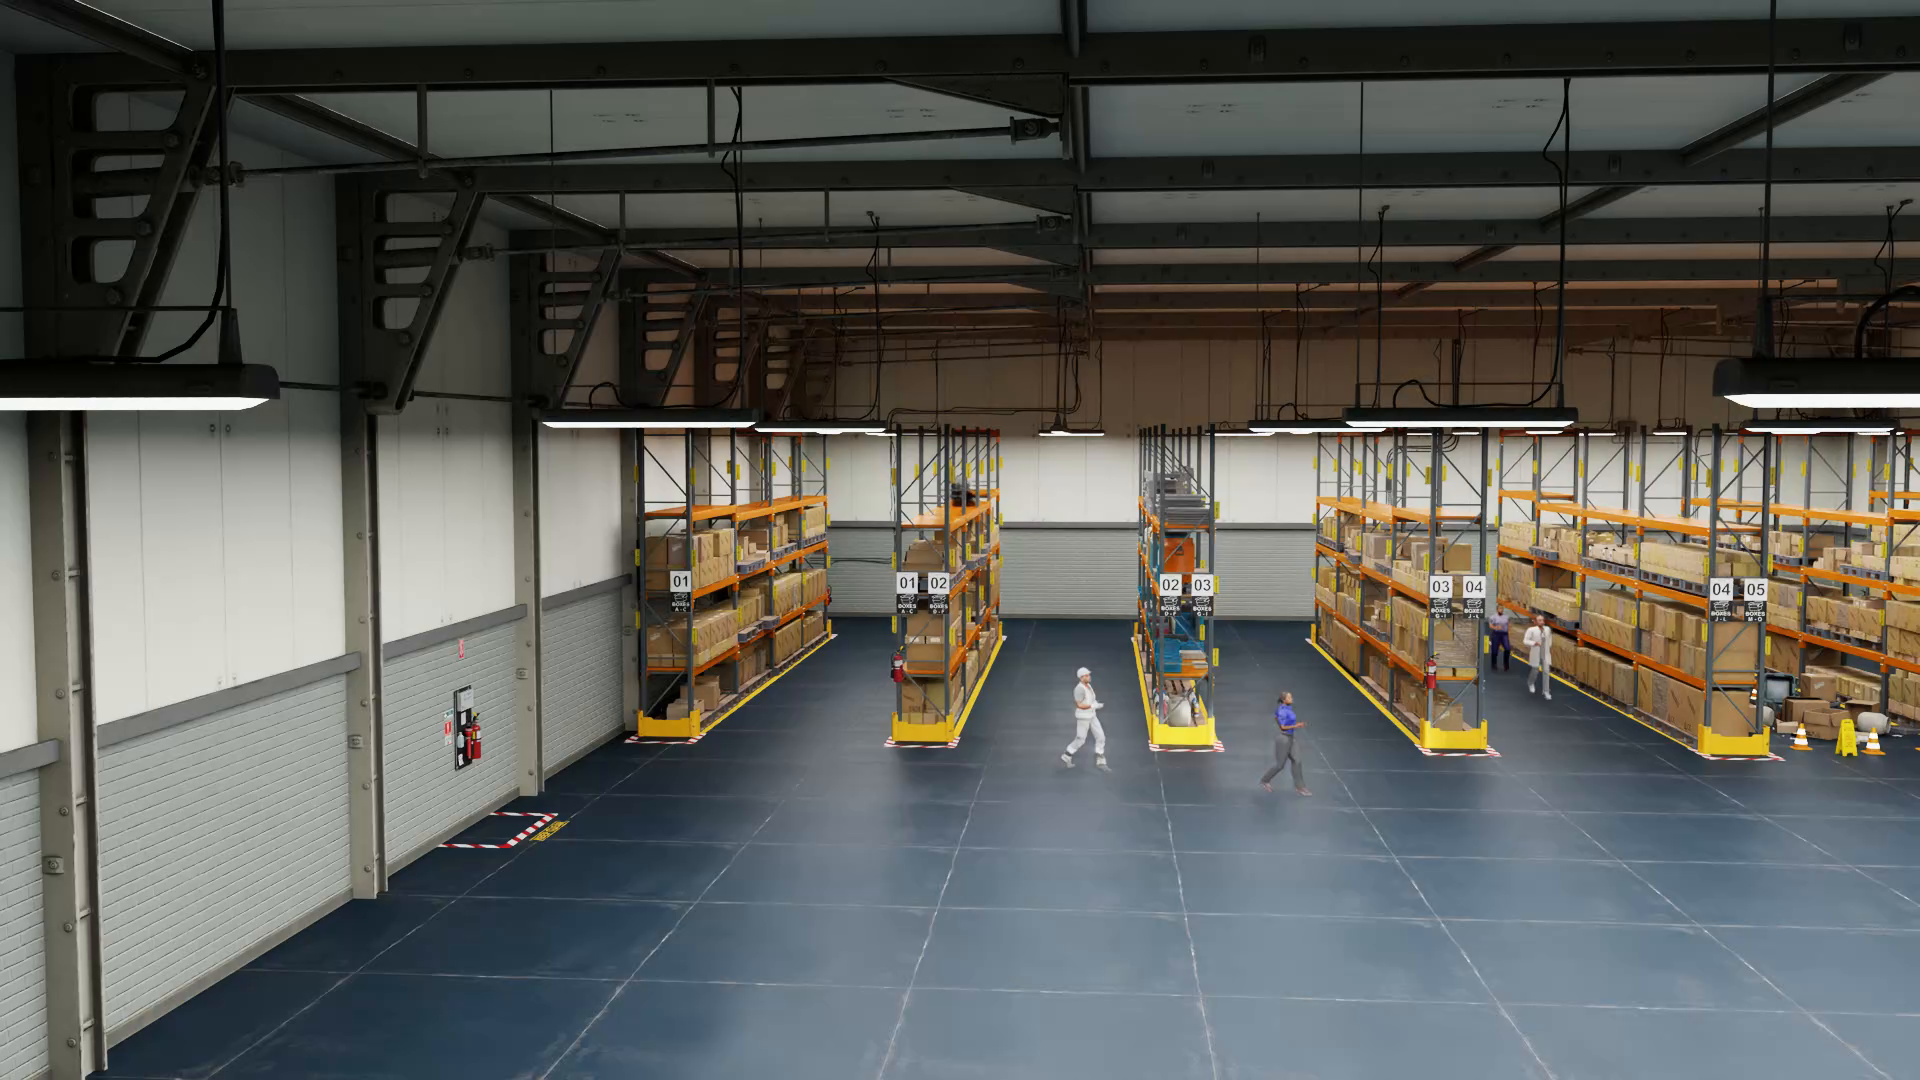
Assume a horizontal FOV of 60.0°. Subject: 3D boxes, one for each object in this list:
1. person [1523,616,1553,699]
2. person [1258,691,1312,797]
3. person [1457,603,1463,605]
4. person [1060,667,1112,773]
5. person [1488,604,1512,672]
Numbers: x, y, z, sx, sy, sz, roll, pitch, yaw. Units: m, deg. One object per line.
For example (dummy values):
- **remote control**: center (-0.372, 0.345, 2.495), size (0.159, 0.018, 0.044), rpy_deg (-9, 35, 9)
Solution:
- **person**: center (12.826, 2.567, 36.842), size (0.709, 1.790, 1.057), rpy_deg (0, 3, 1)
- **person**: center (5.213, 3.255, 26.622), size (0.850, 1.666, 0.570), rpy_deg (2, 4, 27)
- **person**: center (13.599, 2.078, 45.871), size (0.761, 1.726, 0.663), rpy_deg (2, 4, 29)
- **person**: center (2.178, 3.089, 28.598), size (0.908, 1.799, 0.667), rpy_deg (2, 4, 31)
- **person**: center (13.315, 2.421, 40.945), size (0.605, 1.679, 0.702), rpy_deg (0, 3, 6)
